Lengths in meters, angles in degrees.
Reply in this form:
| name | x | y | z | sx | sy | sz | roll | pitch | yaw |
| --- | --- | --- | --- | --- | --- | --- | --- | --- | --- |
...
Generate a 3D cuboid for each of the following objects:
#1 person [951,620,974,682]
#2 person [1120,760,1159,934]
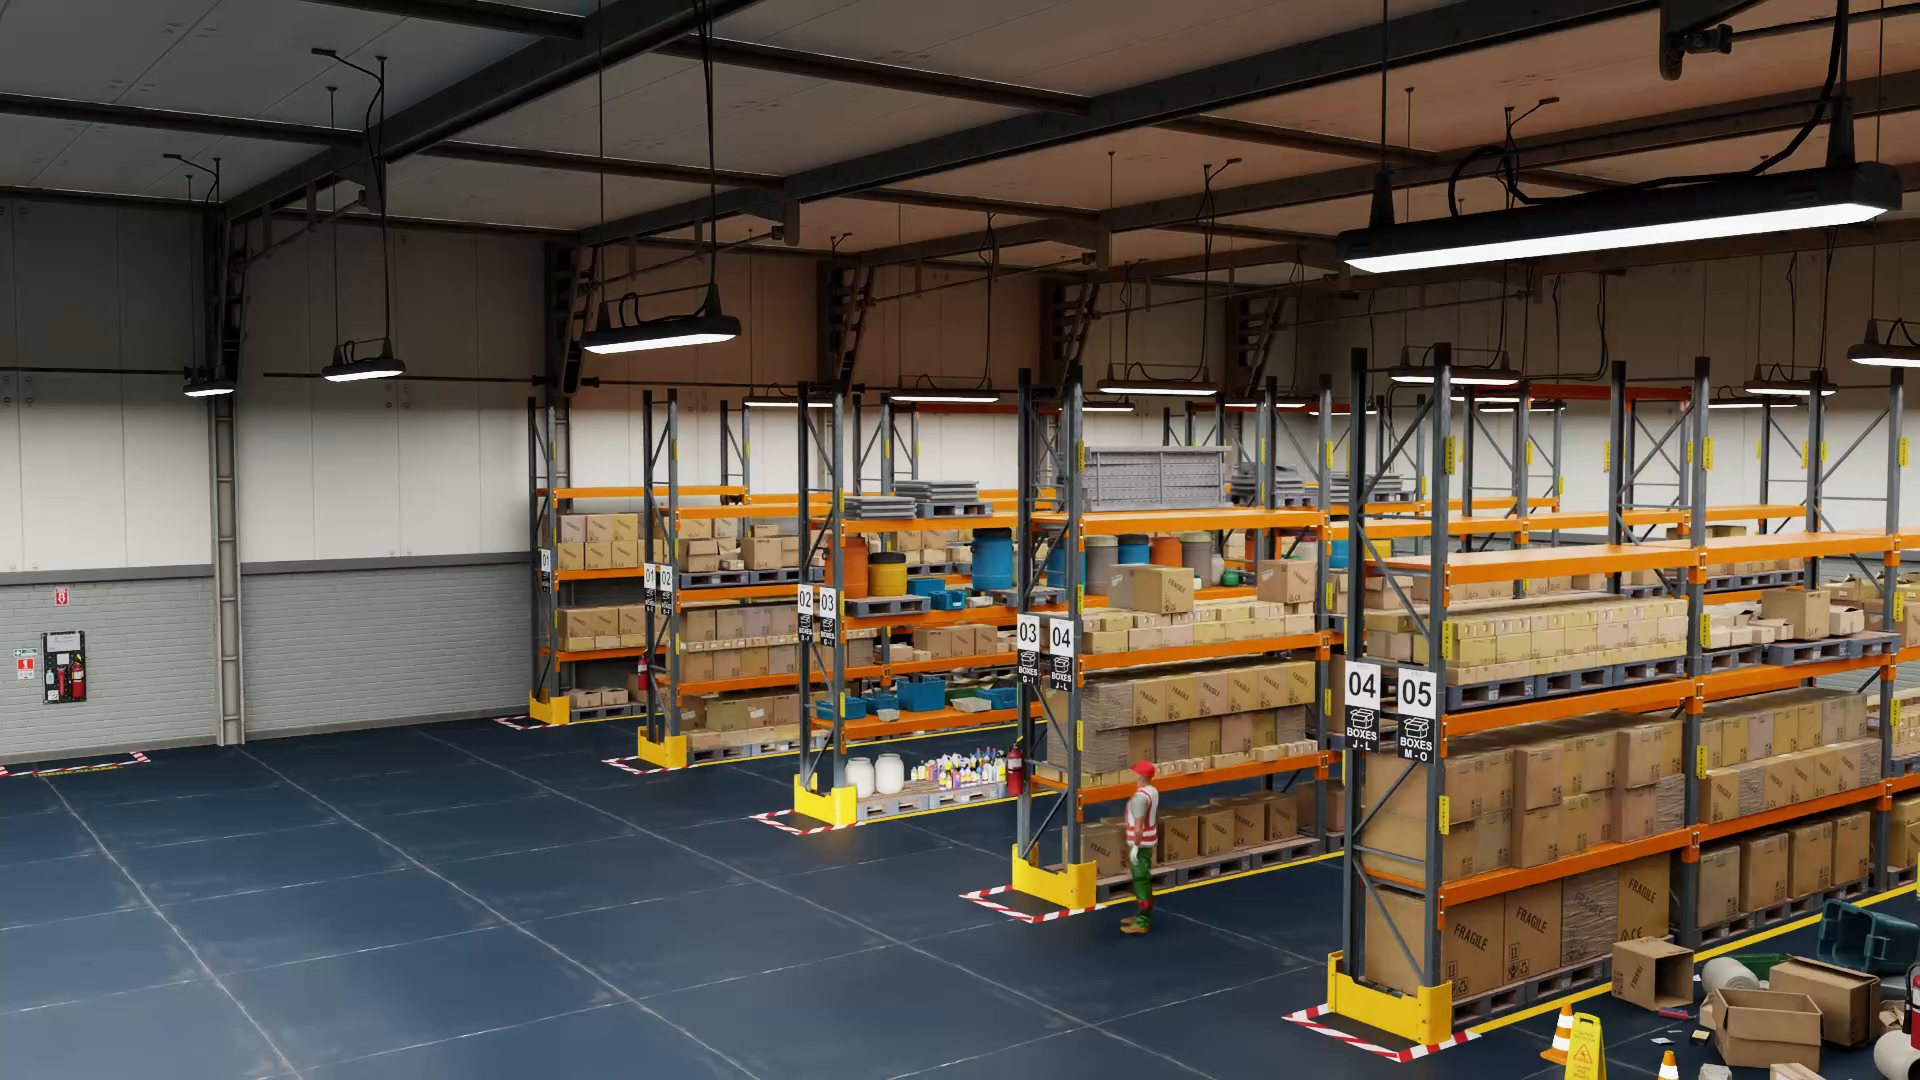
| name | x | y | z | sx | sy | sz | roll | pitch | yaw |
| --- | --- | --- | --- | --- | --- | --- | --- | --- | --- |
| person | 0.034 | 2.364 | 32.396 | 0.459 | 1.785 | 0.596 | 3 | 4 | 38 |
| person | 1.896 | 3.217 | 17.579 | 0.402 | 1.795 | 0.592 | 1 | 3 | 9 |
